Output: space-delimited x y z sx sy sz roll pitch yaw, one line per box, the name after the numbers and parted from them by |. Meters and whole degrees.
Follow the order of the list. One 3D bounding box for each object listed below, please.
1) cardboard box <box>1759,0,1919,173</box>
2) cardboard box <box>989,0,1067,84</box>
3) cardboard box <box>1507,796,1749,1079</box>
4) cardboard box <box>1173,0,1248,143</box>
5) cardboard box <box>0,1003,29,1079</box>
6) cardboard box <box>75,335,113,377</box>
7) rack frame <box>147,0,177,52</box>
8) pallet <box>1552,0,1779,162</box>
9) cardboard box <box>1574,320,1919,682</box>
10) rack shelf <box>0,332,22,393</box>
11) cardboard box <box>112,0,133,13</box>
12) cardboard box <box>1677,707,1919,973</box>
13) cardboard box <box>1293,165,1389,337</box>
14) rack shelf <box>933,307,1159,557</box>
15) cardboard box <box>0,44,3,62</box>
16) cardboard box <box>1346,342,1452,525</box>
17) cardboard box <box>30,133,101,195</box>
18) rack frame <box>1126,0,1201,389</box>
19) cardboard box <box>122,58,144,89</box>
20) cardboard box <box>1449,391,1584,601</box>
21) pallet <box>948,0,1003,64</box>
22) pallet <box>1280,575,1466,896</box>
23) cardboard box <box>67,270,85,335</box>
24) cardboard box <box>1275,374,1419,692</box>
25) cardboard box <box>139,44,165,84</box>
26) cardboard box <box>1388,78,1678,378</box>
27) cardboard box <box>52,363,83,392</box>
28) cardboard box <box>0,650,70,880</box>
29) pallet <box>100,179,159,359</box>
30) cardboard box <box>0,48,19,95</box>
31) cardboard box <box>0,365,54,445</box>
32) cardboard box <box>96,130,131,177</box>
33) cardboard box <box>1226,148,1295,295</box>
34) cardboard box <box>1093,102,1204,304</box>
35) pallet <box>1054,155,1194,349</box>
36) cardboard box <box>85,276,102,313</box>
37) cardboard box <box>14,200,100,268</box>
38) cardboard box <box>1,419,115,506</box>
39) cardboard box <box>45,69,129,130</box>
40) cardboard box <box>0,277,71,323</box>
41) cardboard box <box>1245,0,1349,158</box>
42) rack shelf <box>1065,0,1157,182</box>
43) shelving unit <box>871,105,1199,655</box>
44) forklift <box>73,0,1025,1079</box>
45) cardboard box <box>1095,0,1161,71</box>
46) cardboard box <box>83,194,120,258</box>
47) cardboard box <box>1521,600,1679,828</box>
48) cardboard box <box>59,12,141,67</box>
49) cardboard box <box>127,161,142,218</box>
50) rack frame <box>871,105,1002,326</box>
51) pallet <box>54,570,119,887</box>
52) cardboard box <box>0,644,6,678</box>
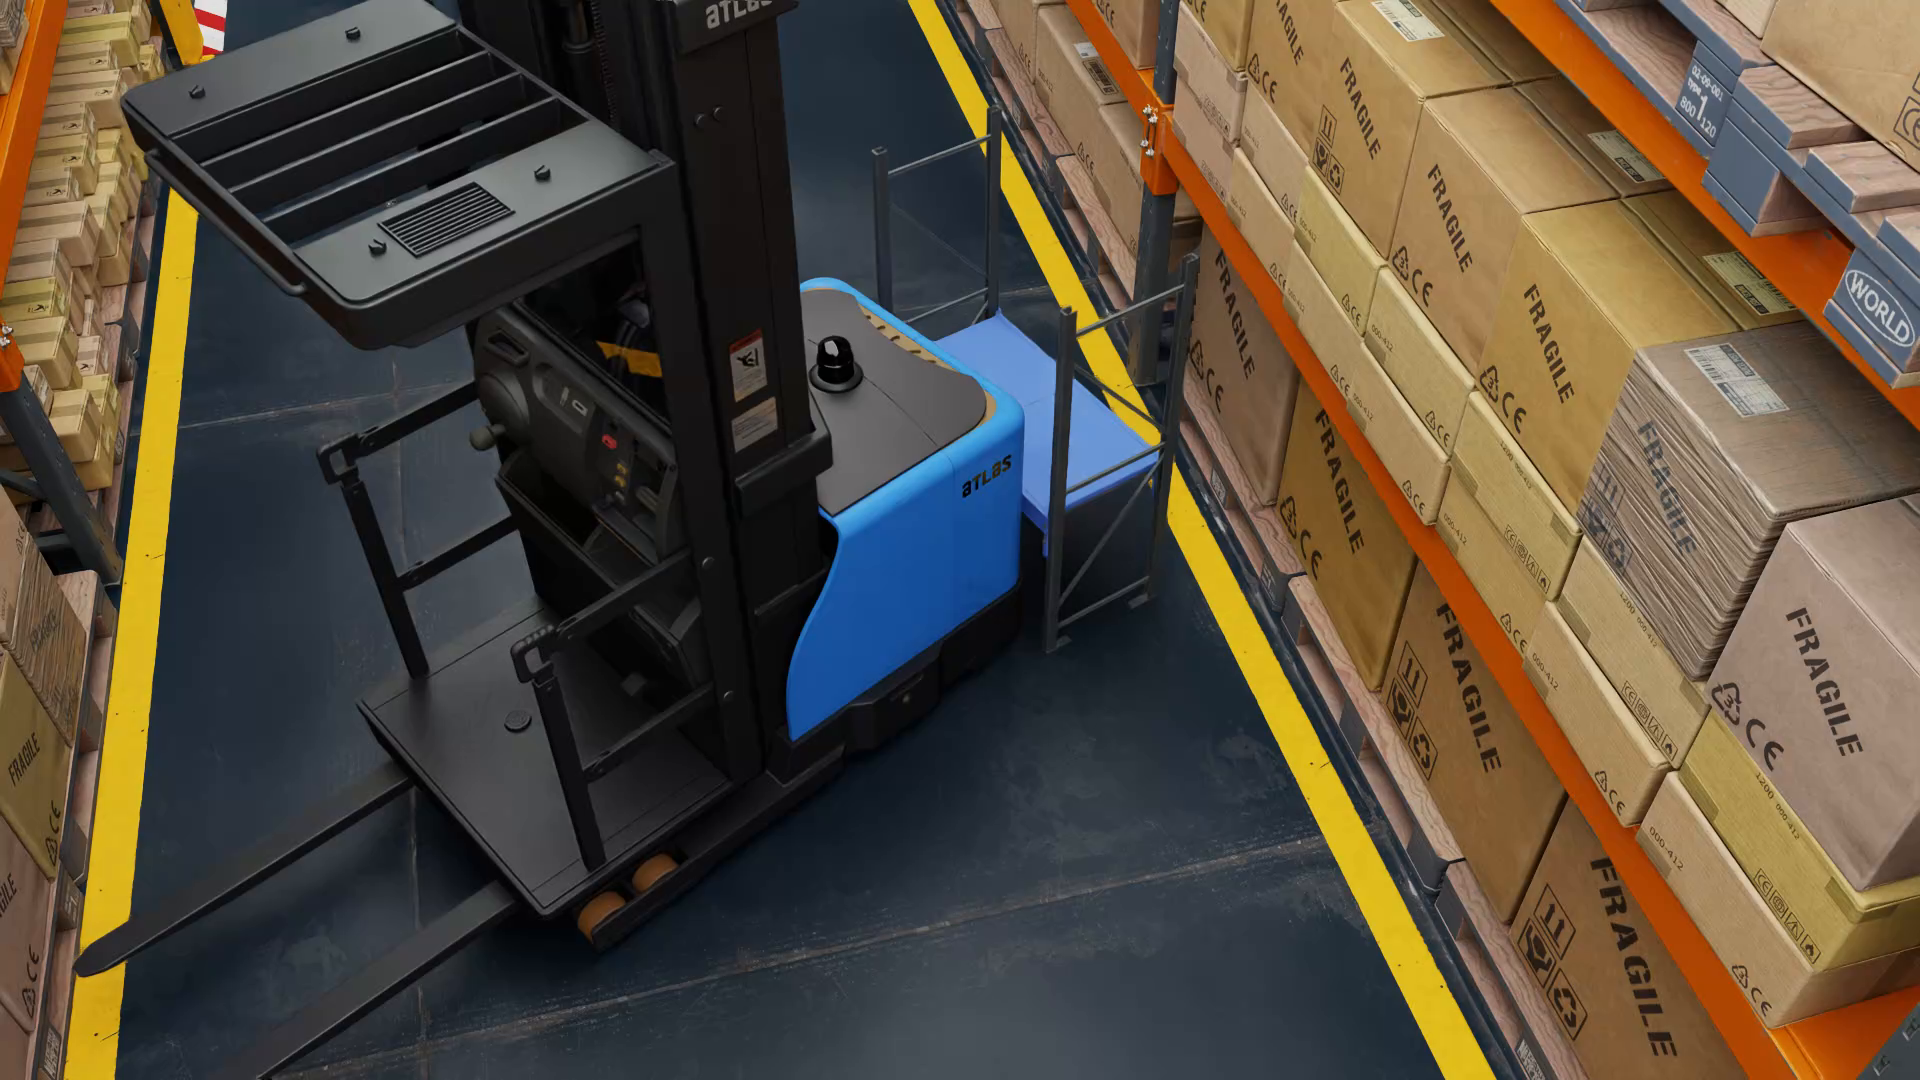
1.779 -0.925 2.592 0.700 0.500 0.500 -13 47 -12 | cardboard box
0.676 -2.750 8.345 0.875 0.438 0.875 -10 46 -9 | cardboard box
2.119 1.060 4.304 0.875 0.875 0.875 -11 47 -11 | cardboard box
1.032 -1.573 5.446 0.500 0.250 0.500 -12 47 -11 | cardboard box
-2.746 1.423 4.211 0.500 0.500 0.500 -12 47 -11 | cardboard box
-3.532 -0.636 6.475 0.380 0.149 0.250 -11 47 -11 | cardboard box
-4.591 -3.593 7.671 1.000 3.000 0.127 -11 47 -10 | rack frame
1.711 -1.235 3.392 1.003 0.211 1.213 -9 46 -8 | pallet
1.691 -0.091 3.469 0.500 0.500 0.500 -10 46 -10 | cardboard box
-3.055 0.801 3.868 1.077 0.370 4.000 -11 47 -10 | rack shelf
-4.211 -2.631 8.014 0.380 0.149 0.250 -10 46 -10 | cardboard box
1.846 0.545 3.370 0.500 0.250 0.500 -11 47 -10 | cardboard box
1.296 -0.865 4.753 0.500 0.250 0.500 -10 46 -10 | cardboard box
0.214 -0.403 5.847 0.538 0.185 1.000 -26 51 -23 | rack shelf
-3.584 -1.699 5.536 0.500 0.500 0.500 -11 47 -10 | cardboard box
1.418 -0.341 4.589 0.500 0.250 0.500 -11 47 -11 | cardboard box
-3.831 -1.548 6.952 0.380 0.149 0.250 -10 47 -10 | cardboard box
1.192 -1.806 5.920 1.000 3.000 0.127 -11 47 -10 | rack frame
-4.046 -2.175 7.776 0.380 0.149 0.250 -12 47 -12 | cardboard box
1.561 -0.158 4.059 0.500 0.250 0.500 -12 47 -11 | cardboard box
0.448 -3.054 9.095 1.003 0.211 1.213 -11 47 -10 | pallet
1.778 0.533 5.580 1.003 0.211 1.213 -11 47 -10 | pallet
-3.666 -0.900 6.526 0.380 0.149 0.250 -13 47 -12 | cardboard box
1.667 -0.174 5.514 0.875 0.875 0.875 -9 46 -9 | cardboard box
-4.091 -2.258 8.064 0.380 0.149 0.250 -9 46 -9 | cardboard box
1.448 -0.786 4.150 0.500 0.500 0.500 -11 47 -11 | cardboard box
-3.502 -0.552 6.184 0.380 0.149 0.250 -10 46 -10 | cardboard box
-3.003 0.716 4.904 0.500 0.500 0.500 -12 47 -11 | cardboard box
-4.089 -1.156 7.235 1.003 0.211 1.213 -11 47 -10 | pallet
-3.646 -1.713 6.004 0.380 0.149 0.250 -10 46 -10 | cardboard box
-3.455 -0.464 5.890 0.380 0.149 0.250 -9 46 -9 | cardboard box
-3.853 -1.640 7.251 0.380 0.149 0.250 -9 46 -8 | cardboard box
1.183 -1.044 5.278 0.500 0.250 0.500 -12 47 -11 | cardboard box
1.135 -1.509 7.129 0.875 0.438 0.875 -11 47 -11 | cardboard box
1.073 -1.369 7.444 1.003 0.211 1.213 -11 47 -10 | pallet
-3.748 -0.982 6.814 0.380 0.149 0.250 -13 47 -12 | cardboard box
-3.656 -1.197 6.609 0.380 0.149 0.250 -10 46 -9 | cardboard box
-3.350 -0.290 6.136 0.380 0.149 0.250 -13 47 -12 | cardboard box
-3.885 -1.926 7.323 0.380 0.149 0.250 -9 46 -9 | cardboard box
-3.581 -0.831 6.250 0.380 0.149 0.250 -11 47 -11 | cardboard box
1.184 -1.488 4.838 0.500 0.500 0.500 -11 47 -11 | cardboard box
0.680 -2.935 7.530 1.077 0.370 4.000 -11 47 -10 | rack shelf
0.214 -0.529 5.718 0.538 1.500 1.048 -26 51 -23 | shelving unit
-1.202 -0.222 4.416 3.031 2.935 1.130 -34 54 -29 | forklift
0.826 -2.114 6.152 0.500 0.500 0.500 -10 46 -10 | cardboard box
-3.717 -1.280 6.898 0.380 0.149 0.250 -11 47 -11 | cardboard box
1.689 0.357 3.905 0.500 0.250 0.500 -10 46 -10 | cardboard box
-4.013 -2.291 7.681 0.380 0.149 0.250 -12 47 -11 | cardboard box
-3.855 -1.534 7.356 0.380 0.149 0.250 -10 46 -10 | cardboard box
-0.073 -0.828 6.012 0.500 1.500 0.032 -26 51 -23 | rack frame
-3.367 0.682 5.434 1.003 0.211 1.213 -11 47 -10 | pallet
-3.014 0.460 4.631 0.500 0.250 0.500 -9 46 -8 | cardboard box
